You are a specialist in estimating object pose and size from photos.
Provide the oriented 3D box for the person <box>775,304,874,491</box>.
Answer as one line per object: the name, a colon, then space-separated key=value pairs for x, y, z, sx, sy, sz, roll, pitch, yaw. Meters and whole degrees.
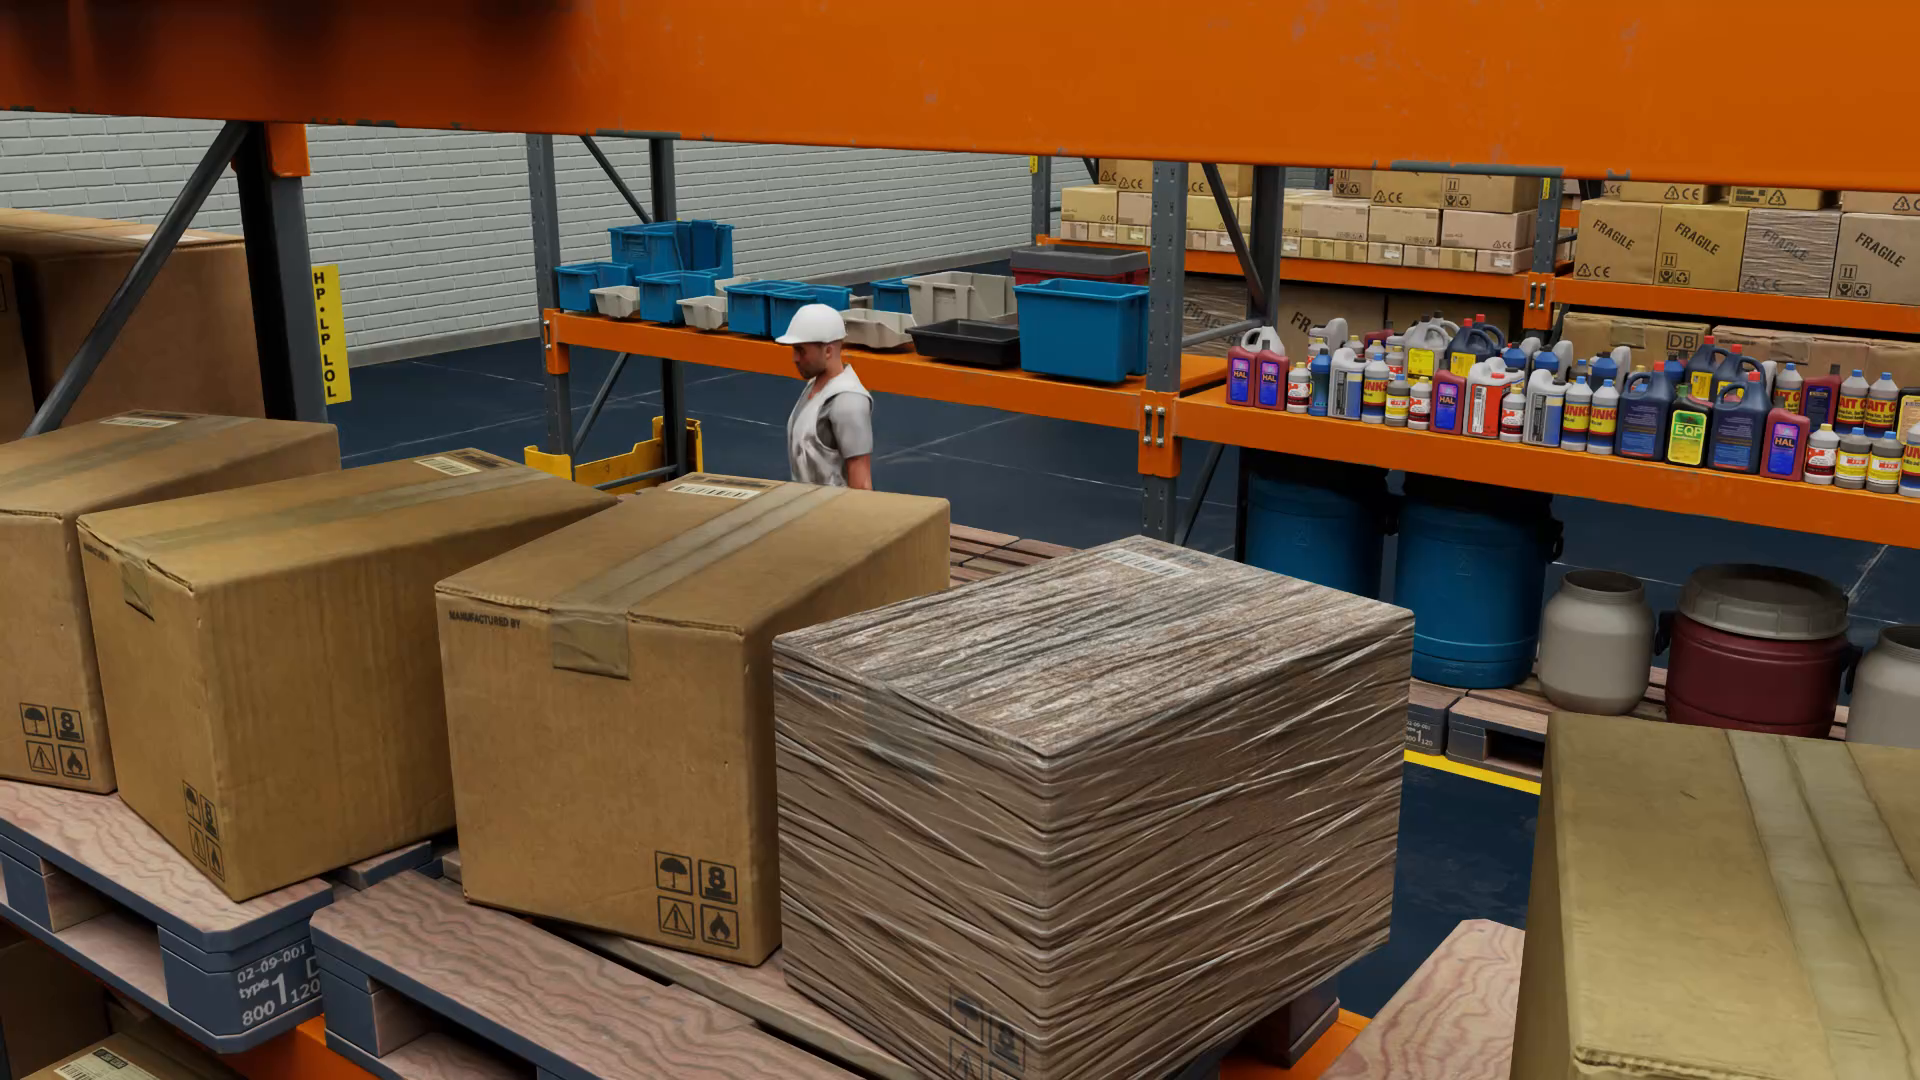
person: x=-0.606 y=-0.059 z=6.695 sx=0.763 sy=1.777 sz=0.566 roll=-4 pitch=17 yaw=-12
